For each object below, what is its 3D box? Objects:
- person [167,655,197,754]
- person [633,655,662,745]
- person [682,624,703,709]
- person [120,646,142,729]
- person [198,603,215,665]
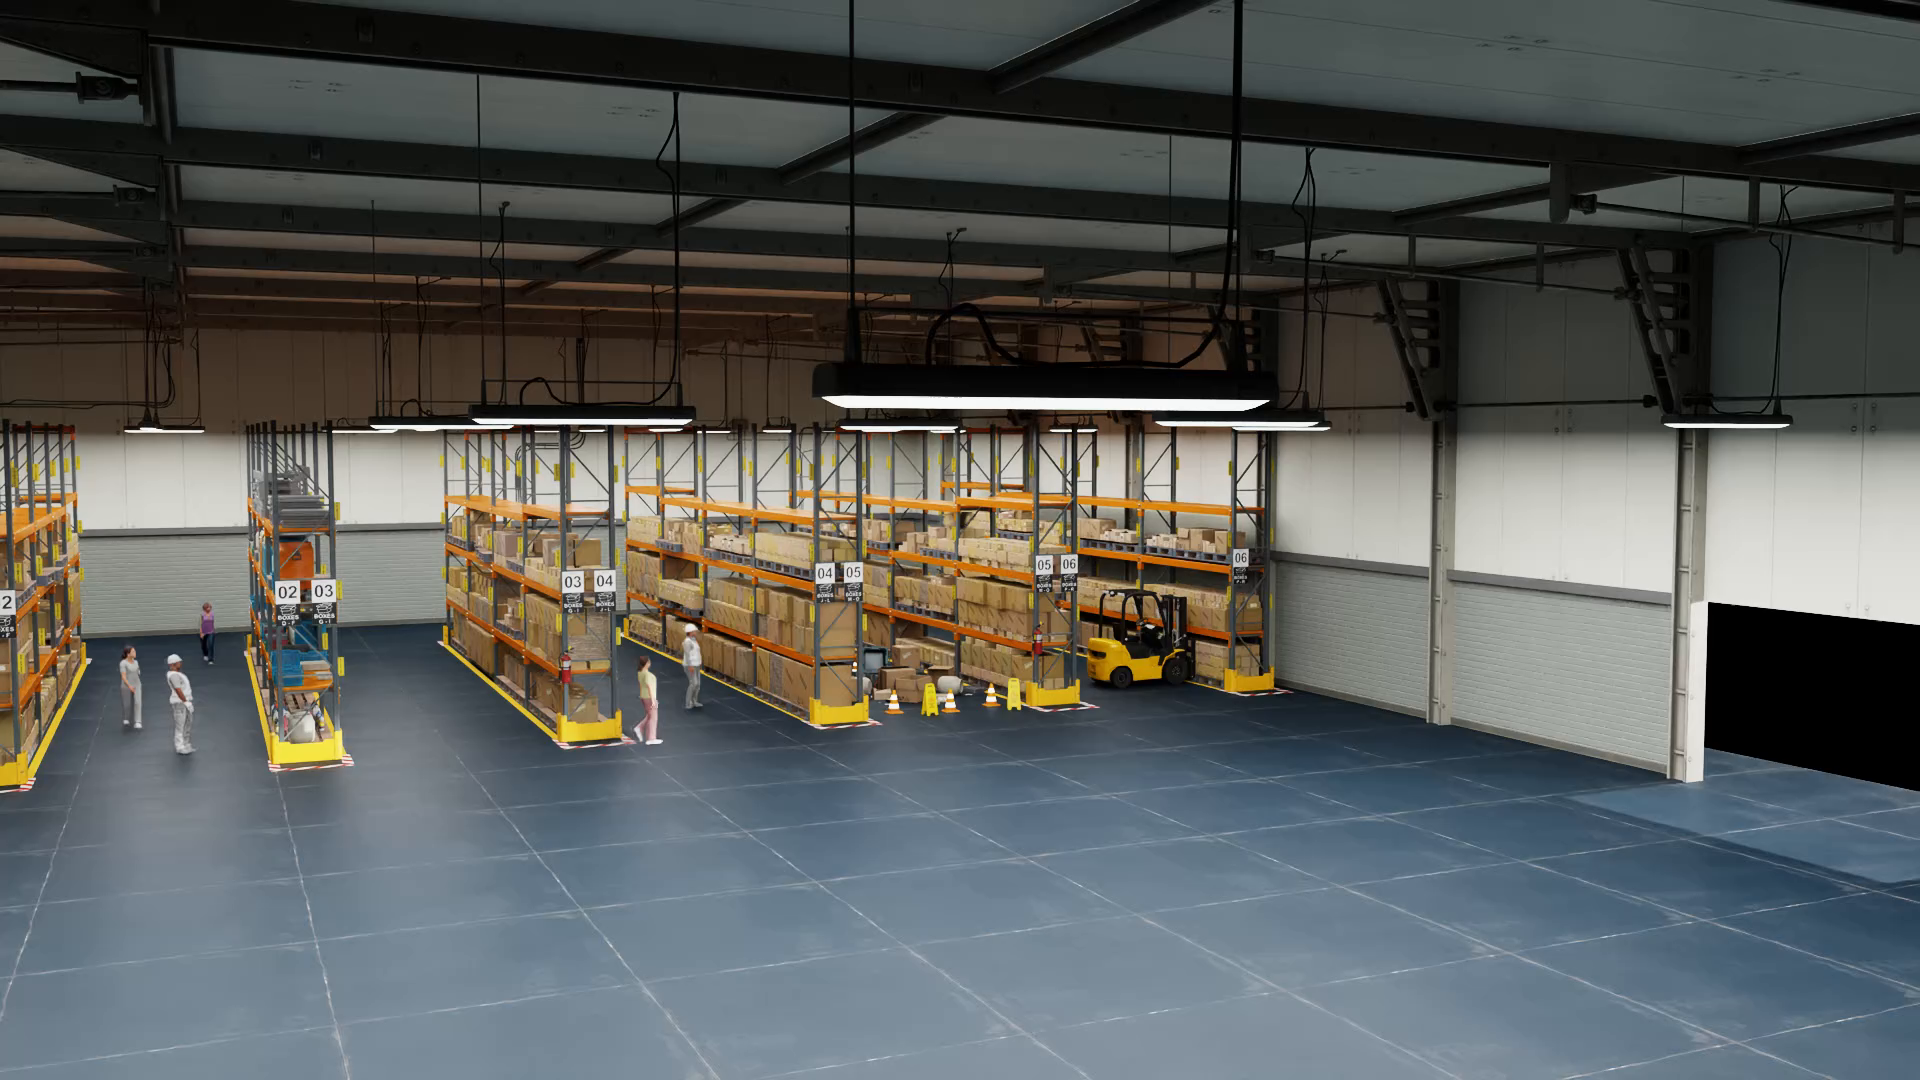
[{"bbox_3d":[-14.046,2.972,30.059,0.604,1.828,0.663,0,4,-1],"label":"person"},{"bbox_3d":[-5.778,2.962,30.768,0.506,1.638,0.469,-2,4,-29],"label":"person"},{"bbox_3d":[-5.653,2.688,35.155,0.407,1.844,0.578,1,4,16],"label":"person"},{"bbox_3d":[-16.213,2.871,32.517,0.384,1.603,1.066,-2,4,-30],"label":"person"},{"bbox_3d":[-18.865,2.338,41.641,0.363,1.552,0.865,-1,4,-20],"label":"person"}]
